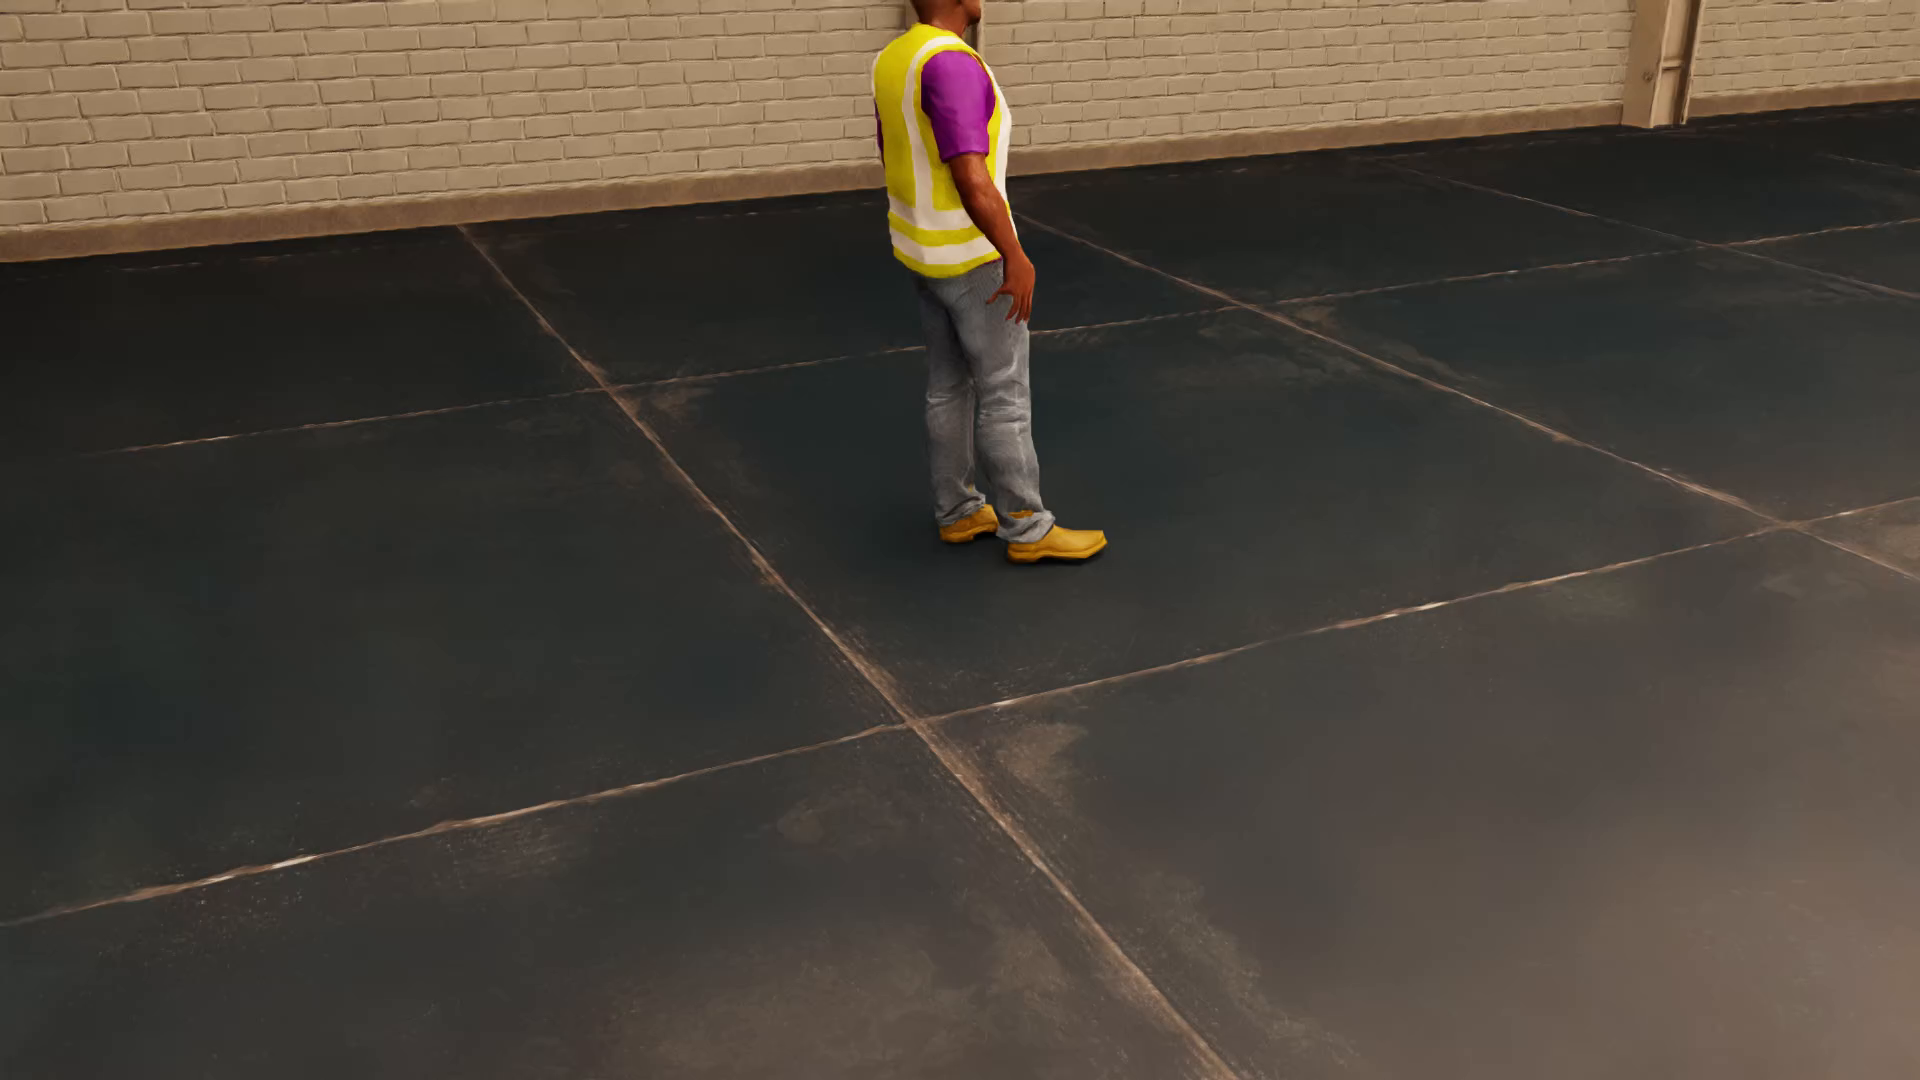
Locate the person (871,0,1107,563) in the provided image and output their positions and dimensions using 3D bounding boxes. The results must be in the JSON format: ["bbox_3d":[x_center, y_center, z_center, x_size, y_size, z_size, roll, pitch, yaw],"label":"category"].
[{"bbox_3d":[0.065,-0.832,4.788,0.576,1.766,0.665,-10,25,-23],"label":"person"}]
